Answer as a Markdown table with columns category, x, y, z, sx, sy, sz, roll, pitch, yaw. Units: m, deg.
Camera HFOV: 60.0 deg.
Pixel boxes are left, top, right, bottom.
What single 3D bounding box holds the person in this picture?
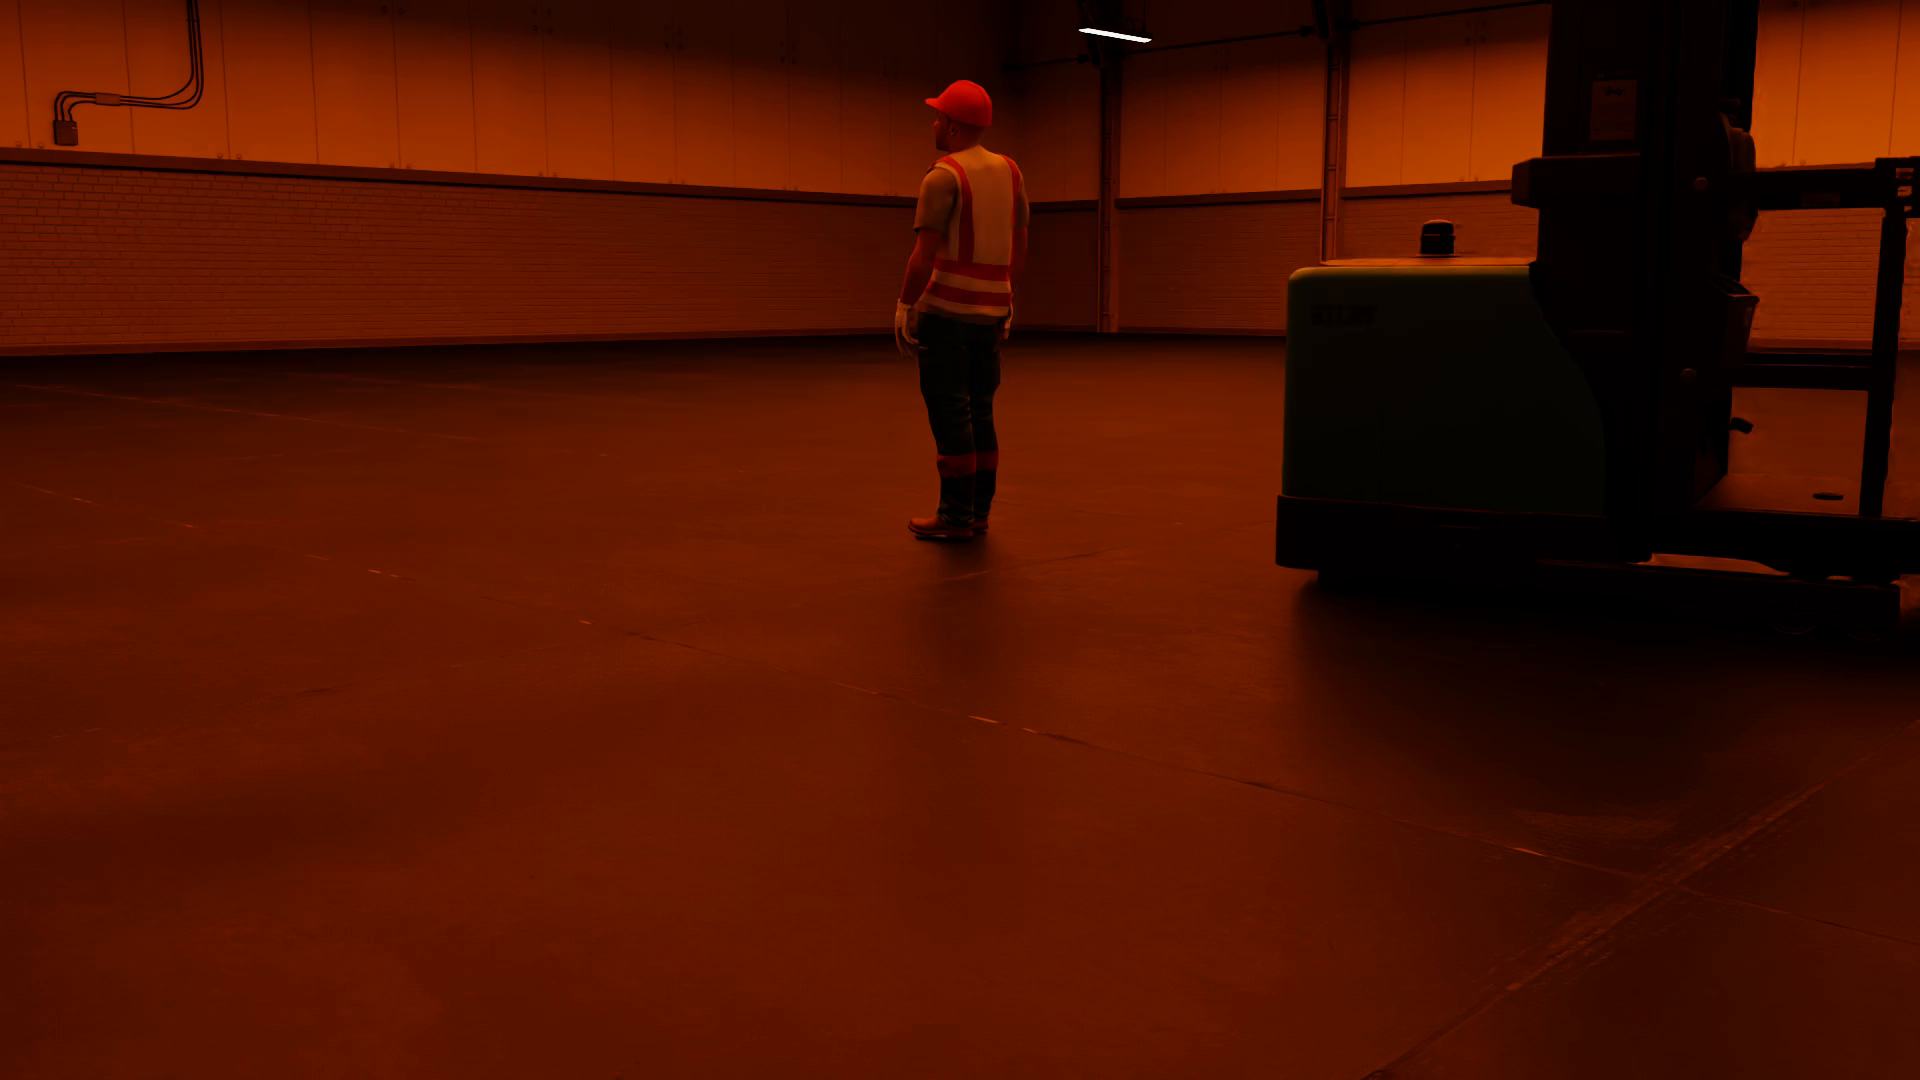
| category | x | y | z | sx | sy | sz | roll | pitch | yaw |
| --- | --- | --- | --- | --- | --- | --- | --- | --- | --- |
| person | -0.051 | -0.901 | 6.646 | 0.562 | 1.789 | 0.638 | 8 | 12 | 43 |

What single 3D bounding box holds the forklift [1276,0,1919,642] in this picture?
| category | x | y | z | sx | sy | sz | roll | pitch | yaw |
| --- | --- | --- | --- | --- | --- | --- | --- | --- | --- |
| forklift | 2.618 | -1.246 | 5.149 | 3.031 | 2.935 | 1.130 | 5 | 10 | 29 |
